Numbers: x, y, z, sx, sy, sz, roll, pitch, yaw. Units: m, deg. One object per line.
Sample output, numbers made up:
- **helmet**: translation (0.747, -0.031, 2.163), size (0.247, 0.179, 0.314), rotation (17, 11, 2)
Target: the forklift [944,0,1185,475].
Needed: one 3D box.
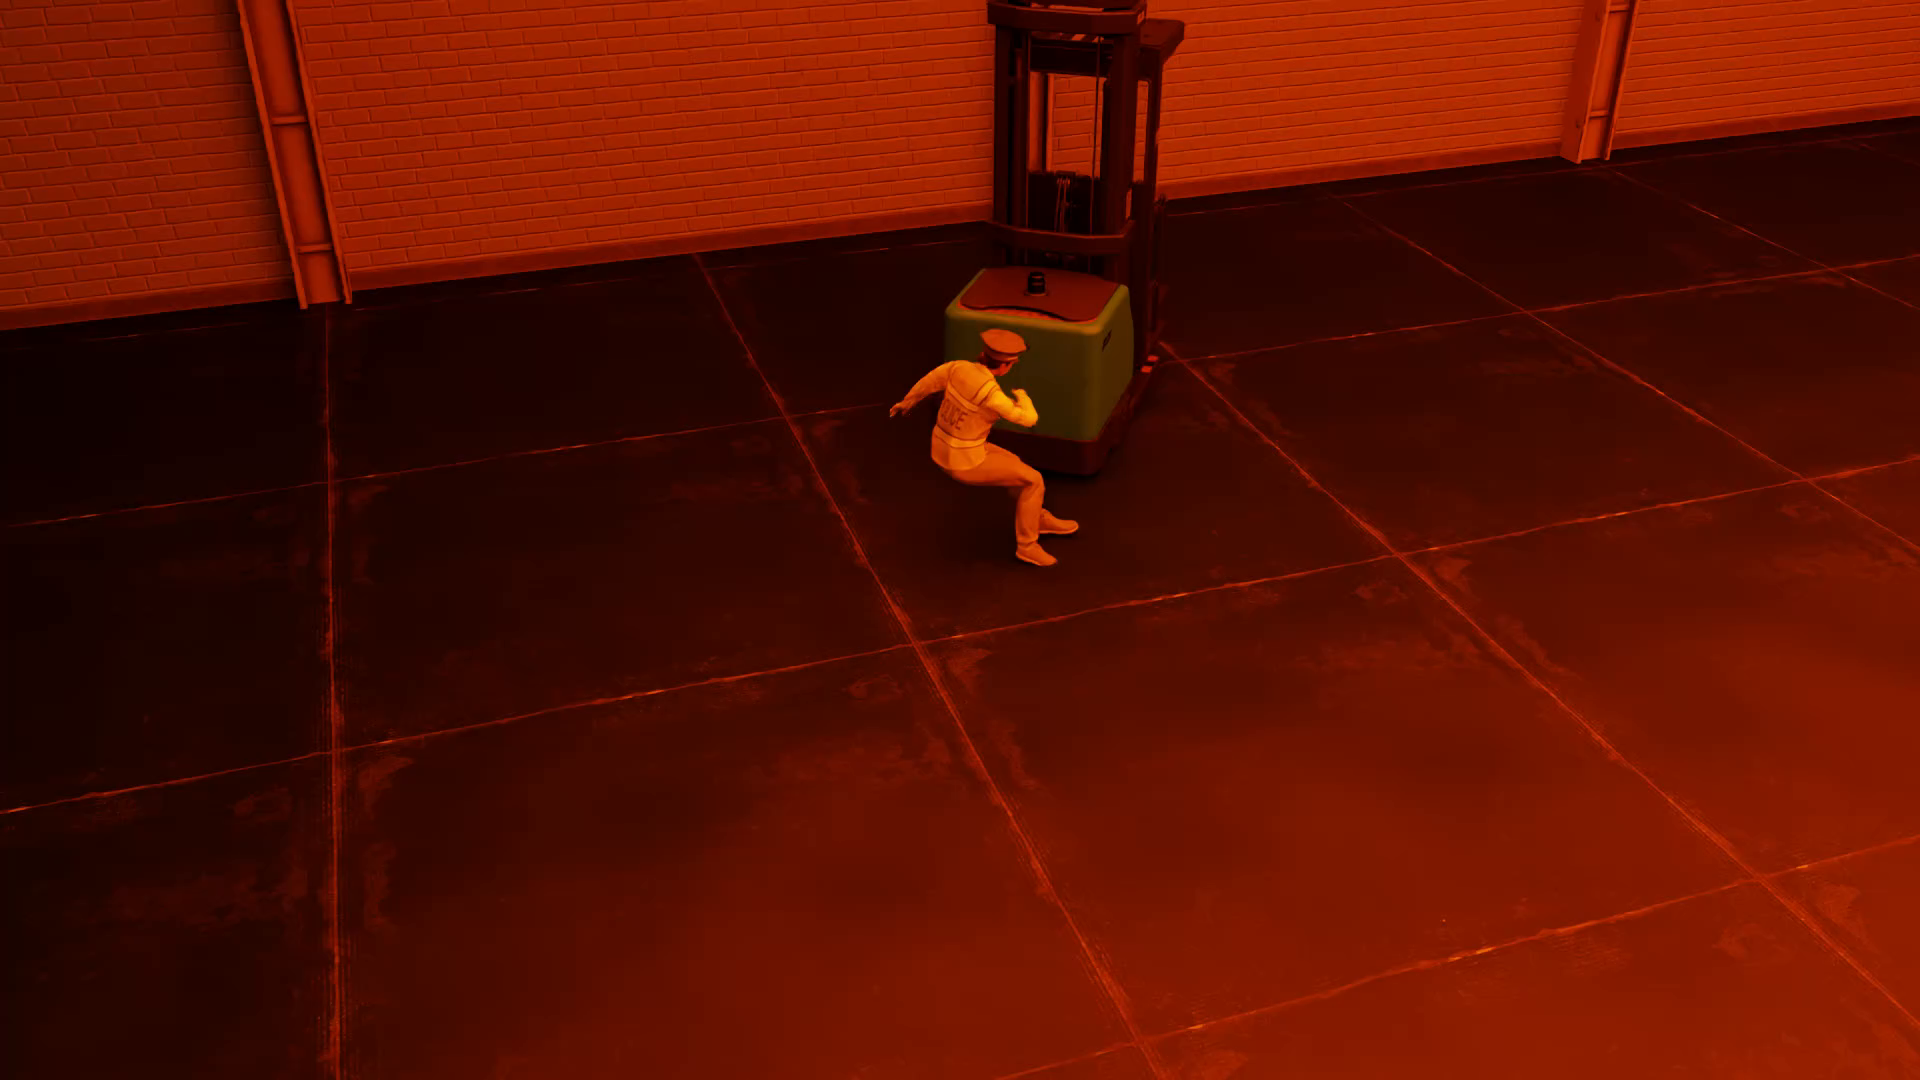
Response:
- **forklift**: translation (0.834, -2.406, 11.268), size (1.130, 2.935, 3.031), rotation (9, 31, 16)

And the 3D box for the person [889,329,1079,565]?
- **person**: translation (0.201, -0.609, 9.772), size (0.900, 1.416, 0.993), rotation (-16, 34, -26)
